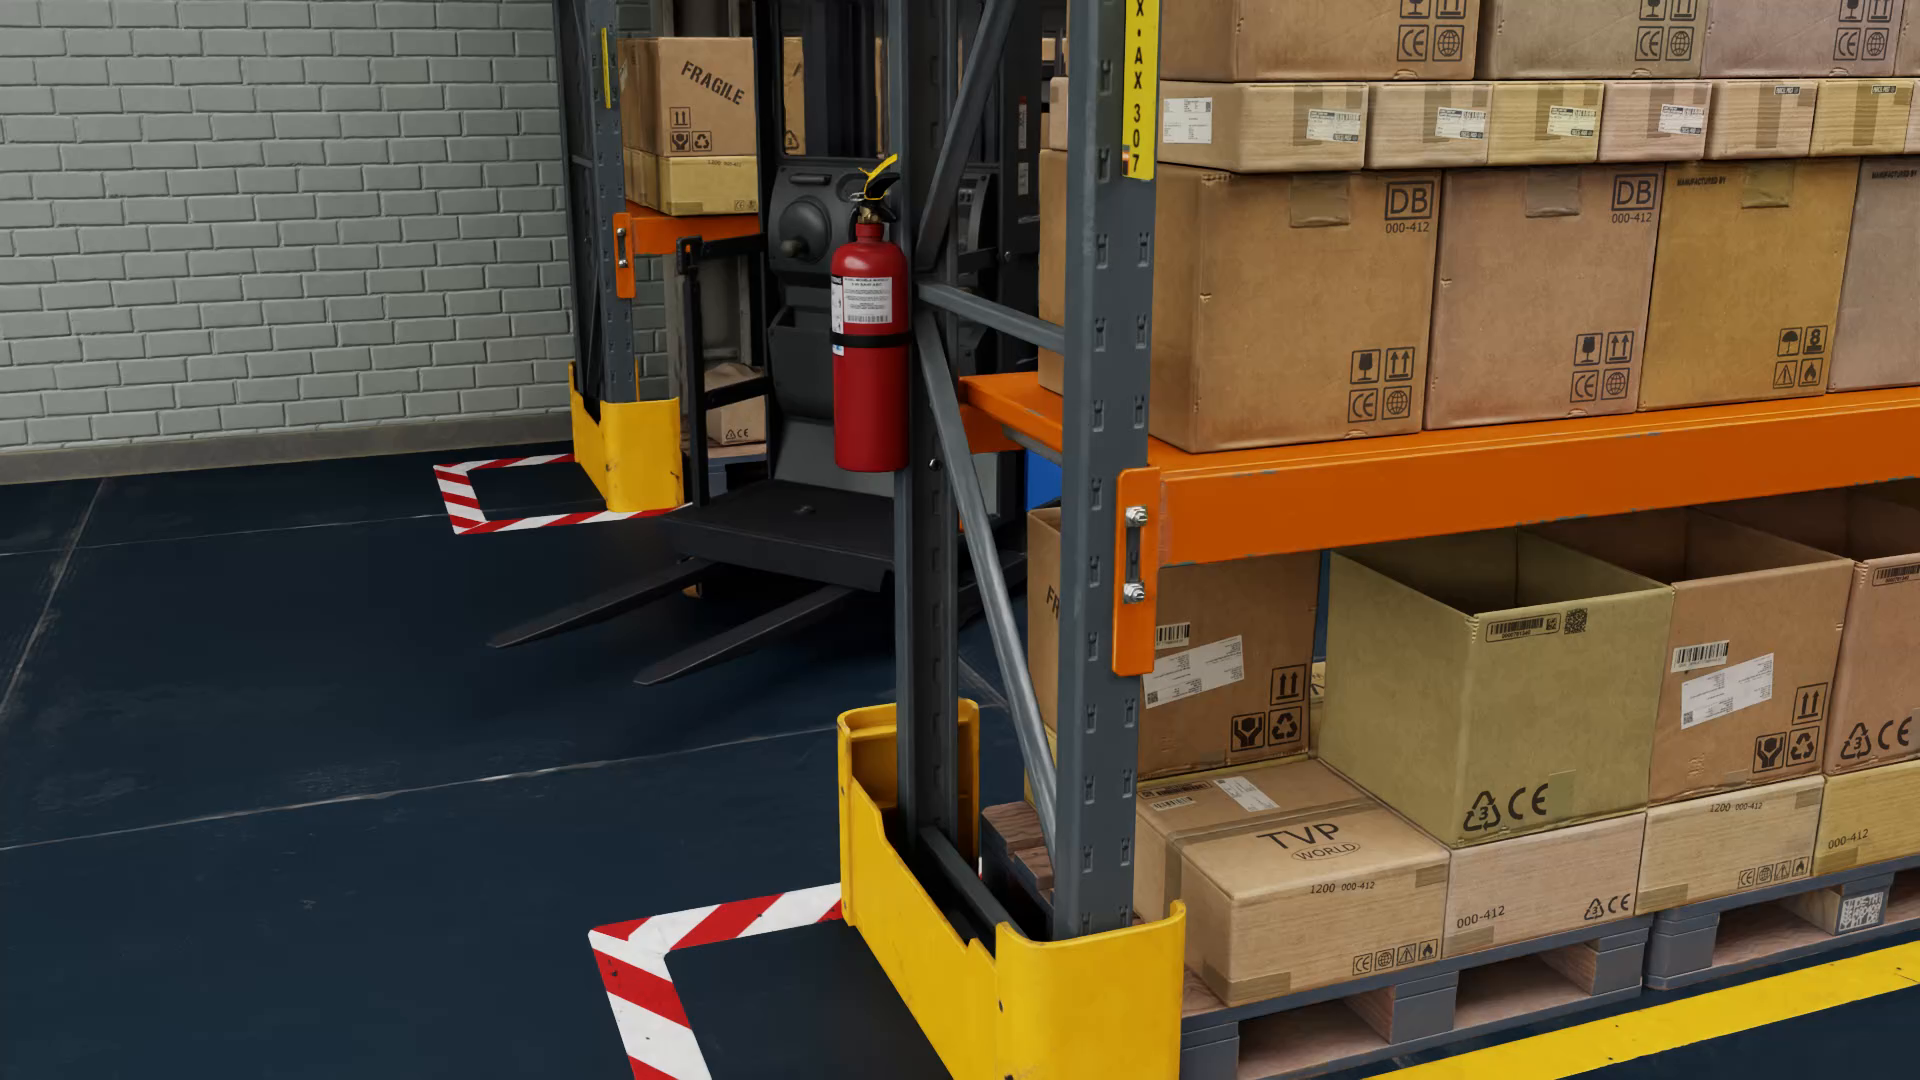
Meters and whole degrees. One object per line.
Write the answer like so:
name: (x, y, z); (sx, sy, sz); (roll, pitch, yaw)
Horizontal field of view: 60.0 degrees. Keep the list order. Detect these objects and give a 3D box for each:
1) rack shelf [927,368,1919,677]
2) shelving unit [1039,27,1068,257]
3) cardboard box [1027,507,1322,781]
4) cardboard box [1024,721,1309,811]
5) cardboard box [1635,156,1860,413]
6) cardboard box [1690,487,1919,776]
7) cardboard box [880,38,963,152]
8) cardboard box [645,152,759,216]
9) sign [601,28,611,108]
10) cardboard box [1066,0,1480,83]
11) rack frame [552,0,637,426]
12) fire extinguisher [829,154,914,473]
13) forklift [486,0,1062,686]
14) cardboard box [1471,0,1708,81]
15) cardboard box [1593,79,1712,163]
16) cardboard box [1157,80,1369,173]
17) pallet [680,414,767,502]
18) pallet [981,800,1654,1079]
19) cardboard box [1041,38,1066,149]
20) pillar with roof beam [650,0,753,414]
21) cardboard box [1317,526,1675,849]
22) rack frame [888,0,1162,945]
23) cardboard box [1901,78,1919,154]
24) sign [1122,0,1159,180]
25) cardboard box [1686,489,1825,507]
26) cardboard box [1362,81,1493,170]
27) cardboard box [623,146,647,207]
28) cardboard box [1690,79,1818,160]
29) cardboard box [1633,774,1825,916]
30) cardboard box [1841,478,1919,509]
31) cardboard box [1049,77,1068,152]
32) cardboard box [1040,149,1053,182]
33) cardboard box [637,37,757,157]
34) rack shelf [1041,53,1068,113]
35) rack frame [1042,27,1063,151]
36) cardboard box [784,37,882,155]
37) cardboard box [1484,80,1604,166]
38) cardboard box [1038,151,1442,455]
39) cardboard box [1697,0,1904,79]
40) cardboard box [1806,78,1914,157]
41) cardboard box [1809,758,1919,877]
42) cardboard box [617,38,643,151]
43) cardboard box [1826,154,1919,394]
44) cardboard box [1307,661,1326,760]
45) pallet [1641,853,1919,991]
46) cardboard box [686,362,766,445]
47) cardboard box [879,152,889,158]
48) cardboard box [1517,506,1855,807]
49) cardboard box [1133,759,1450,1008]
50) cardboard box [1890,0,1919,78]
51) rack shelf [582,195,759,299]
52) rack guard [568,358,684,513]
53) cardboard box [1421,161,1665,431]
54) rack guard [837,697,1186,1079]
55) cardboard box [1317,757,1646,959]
rack shelf: (1.953, -0.274, 3.984); (4.000, 0.370, 1.077); (-6, 17, -20)
shelving unit: (0.535, -1.231, 7.563); (0.503, 2.100, 0.431); (-9, 19, -29)
cardboard box: (0.479, 0.208, 3.869); (0.500, 0.500, 0.500); (-6, 17, -20)
cardboard box: (0.480, 0.569, 3.973); (0.500, 0.250, 0.500); (-6, 17, -20)
cardboard box: (1.480, -0.612, 3.681); (0.500, 0.500, 0.700); (-6, 17, -20)
cardboard box: (2.067, 0.195, 3.916); (0.500, 0.500, 0.500); (-6, 17, -20)
cardboard box: (-0.188, -2.084, 7.773); (0.500, 0.500, 0.500); (-7, 18, -22)
cardboard box: (-1.122, -1.624, 7.534); (0.500, 0.250, 0.500); (-7, 18, -22)
sign: (-1.497, -1.993, 7.025); (0.005, 0.325, 0.100); (-6, 17, -20)
cardboard box: (0.575, -1.137, 3.166); (0.500, 0.500, 0.700); (-6, 17, -20)
rack frame: (-1.691, -1.720, 7.633); (0.127, 3.000, 1.000); (-6, 17, -20)
fire extinguisher: (-0.192, -0.491, 3.582); (0.183, 0.674, 0.296); (-6, 17, -20)
forklift: (-0.415, -1.182, 5.922); (1.130, 2.935, 3.031); (10, 19, 30)
cardboard box: (1.064, -1.191, 3.351); (0.500, 0.500, 0.700); (-7, 18, -22)
cardboard box: (1.244, -0.836, 3.294); (0.250, 0.149, 0.380); (-6, 18, -21)
cardboard box: (0.528, -0.760, 3.032); (0.250, 0.149, 0.380); (-6, 18, -20)
pallet: (-0.849, -0.463, 8.299); (1.213, 0.211, 1.003); (-6, 17, -20)
pallet: (0.784, 0.832, 3.889); (1.213, 0.211, 1.003); (-6, 17, -20)
cardboard box: (0.290, -2.140, 7.961); (0.500, 0.500, 0.500); (-6, 17, -18)
pillar with roof beam: (0.194, -3.764, 3.946); (0.400, 9.000, 9.100); (-6, 17, -20)
cardboard box: (1.132, 0.294, 3.577); (0.500, 0.500, 0.500); (-6, 17, -20)
rack frame: (0.085, -0.417, 3.196); (0.127, 3.000, 1.000); (-6, 17, -20)
cardboard box: (1.964, -0.914, 3.559); (0.250, 0.149, 0.380); (-6, 17, -20)
sign: (0.278, -0.724, 2.563); (0.005, 0.325, 0.100); (-6, 17, -20)
cardboard box: (1.875, 0.053, 4.396); (0.500, 0.500, 0.500); (-6, 17, -20)
cardboard box: (0.774, -0.787, 3.125); (0.250, 0.149, 0.380); (-7, 18, -22)
cardboard box: (-1.324, -1.756, 7.985); (0.500, 0.250, 0.500); (-6, 17, -19)
cardboard box: (1.492, -0.864, 3.388); (0.250, 0.149, 0.380); (-7, 18, -22)
cardboard box: (1.598, 0.603, 3.855); (0.500, 0.250, 0.500); (-6, 17, -20)
cardboard box: (2.529, 0.140, 4.101); (0.500, 0.500, 0.500); (-6, 17, -20)
cardboard box: (0.374, -0.865, 3.392); (0.250, 0.149, 0.380); (-6, 18, -21)
cardboard box: (0.309, -1.780, 8.066); (0.500, 0.250, 0.500); (-6, 17, -20)
cardboard box: (-1.138, -1.987, 7.440); (0.500, 0.500, 0.500); (-6, 17, -20)
rack shelf: (0.535, -1.889, 7.370); (0.480, 0.518, 0.431); (-9, 19, -29)
rack frame: (0.324, -1.196, 7.445); (0.015, 2.100, 0.400); (-9, 19, -29)
cardboard box: (-0.673, -2.034, 7.601); (0.500, 0.500, 0.500); (-6, 17, -20)
cardboard box: (1.007, -0.812, 3.210); (0.250, 0.149, 0.380); (-6, 17, -20)
cardboard box: (0.526, -0.509, 3.331); (0.500, 0.500, 0.700); (-6, 17, -20)
cardboard box: (1.535, -1.242, 3.525); (0.500, 0.500, 0.700); (-6, 17, -20)
cardboard box: (1.730, -0.890, 3.476); (0.250, 0.149, 0.380); (-6, 18, -21)
cardboard box: (2.067, 0.554, 4.022); (0.500, 0.250, 0.500); (-6, 17, -20)
cardboard box: (-1.327, -2.121, 7.898); (0.500, 0.500, 0.500); (-6, 18, -21)
cardboard box: (1.970, -0.666, 3.865); (0.500, 0.500, 0.700); (-6, 17, -18)
cardboard box: (0.943, 0.515, 4.155); (0.500, 0.250, 0.500); (-6, 17, -20)
pallet: (1.922, 0.710, 4.304); (1.213, 0.211, 1.003); (-6, 17, -20)
cardboard box: (-1.013, -0.687, 8.107); (0.500, 0.311, 0.500); (-8, 18, -26)
cardboard box: (-0.642, -1.680, 7.725); (0.500, 0.250, 0.500); (-7, 18, -22)
cardboard box: (1.594, 0.240, 3.760); (0.500, 0.500, 0.500); (-6, 17, -20)
cardboard box: (0.665, 0.705, 3.509); (0.500, 0.250, 0.500); (-6, 17, -20)
cardboard box: (2.002, -1.293, 3.697); (0.500, 0.500, 0.700); (-6, 17, -20)
rack shelf: (0.177, -1.577, 8.421); (4.000, 0.370, 1.077); (-6, 17, -20)
rack guard: (-1.620, -0.529, 8.011); (0.348, 0.500, 1.175); (-6, 17, -20)
cardboard box: (1.014, -0.563, 3.515); (0.500, 0.500, 0.700); (-6, 17, -19)
rack guard: (0.063, 0.784, 3.540); (0.348, 0.500, 1.175); (-6, 17, -20)
cardboard box: (1.131, 0.653, 3.684); (0.500, 0.250, 0.500); (-6, 17, -20)
